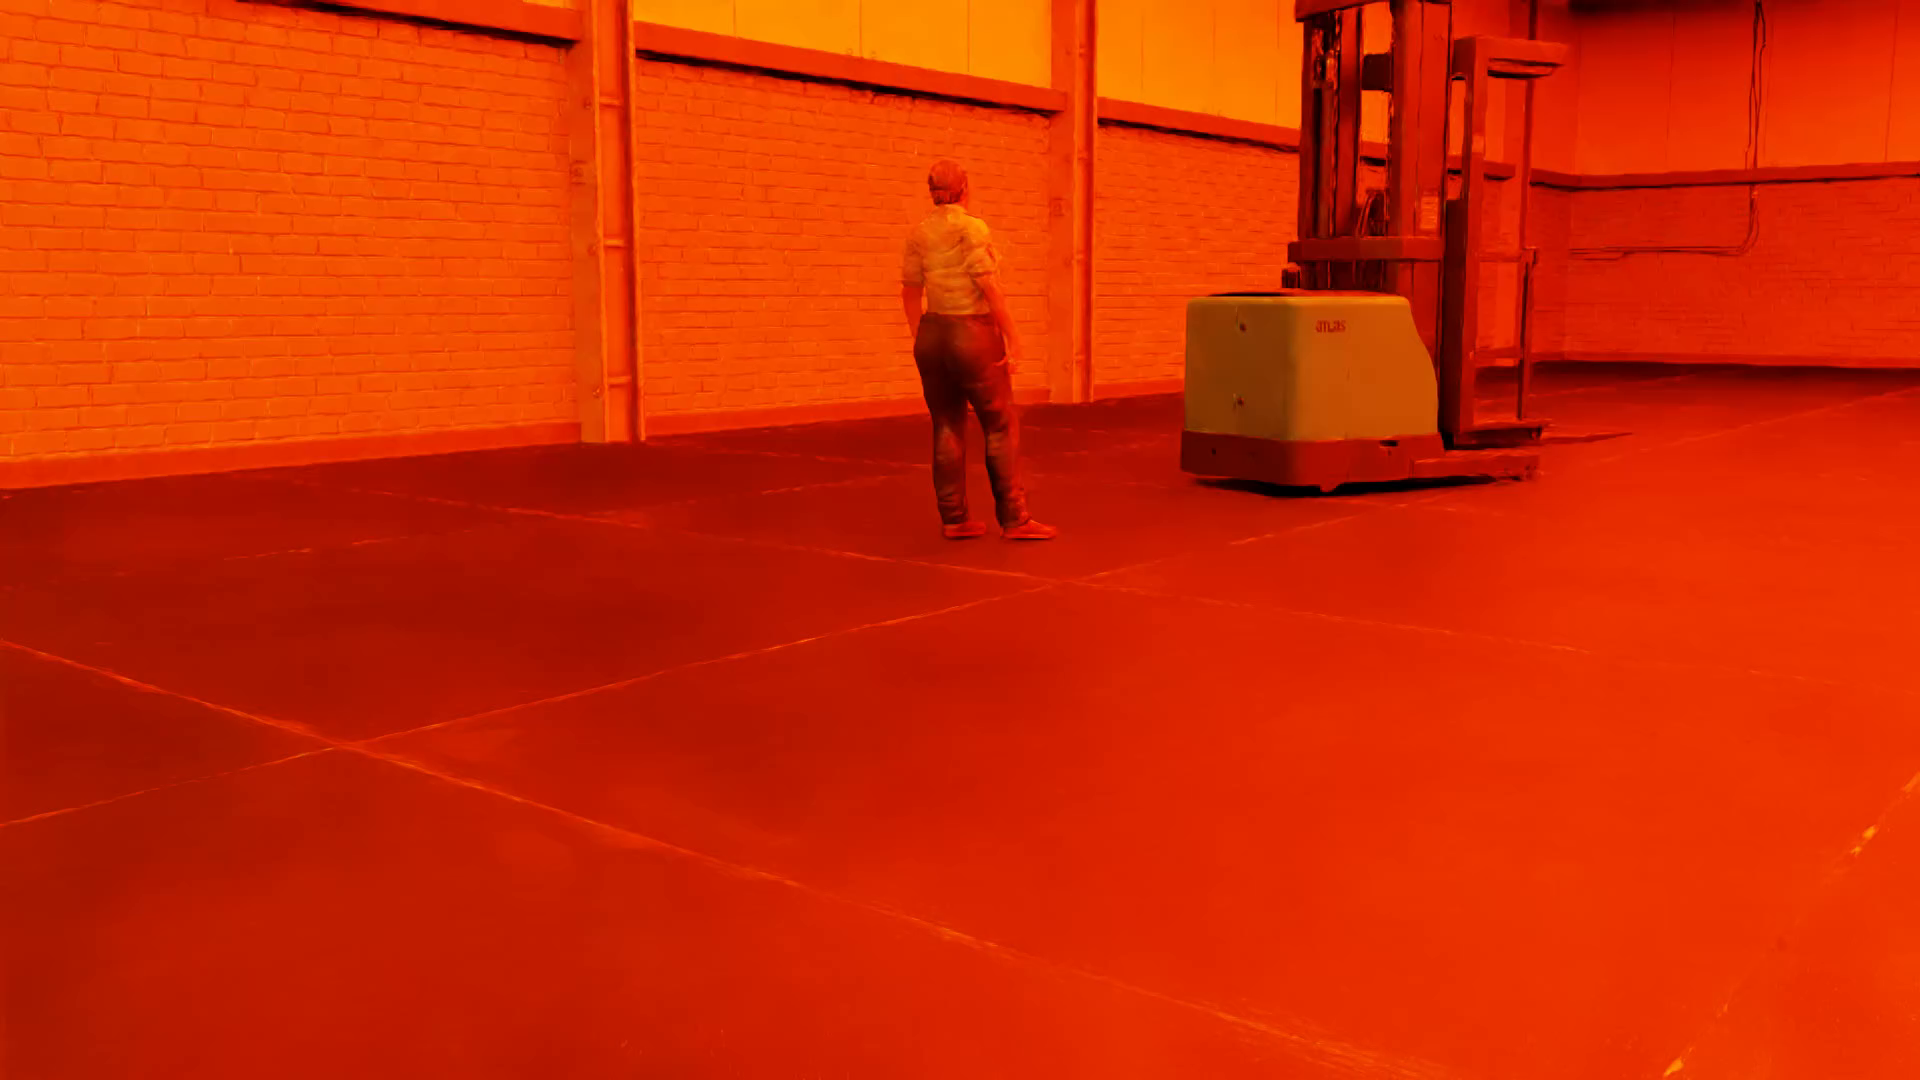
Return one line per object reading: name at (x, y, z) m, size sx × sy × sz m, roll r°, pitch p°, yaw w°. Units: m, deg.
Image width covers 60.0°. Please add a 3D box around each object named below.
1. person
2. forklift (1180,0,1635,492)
person at (0.074, -0.830, 7.340) m, size 0.599 × 1.650 × 0.502 m, roll 7°, pitch 11°, yaw 38°
forklift at (2.815, -1.843, 9.874) m, size 3.031 × 2.935 × 1.130 m, roll -5°, pitch 10°, yaw -31°
